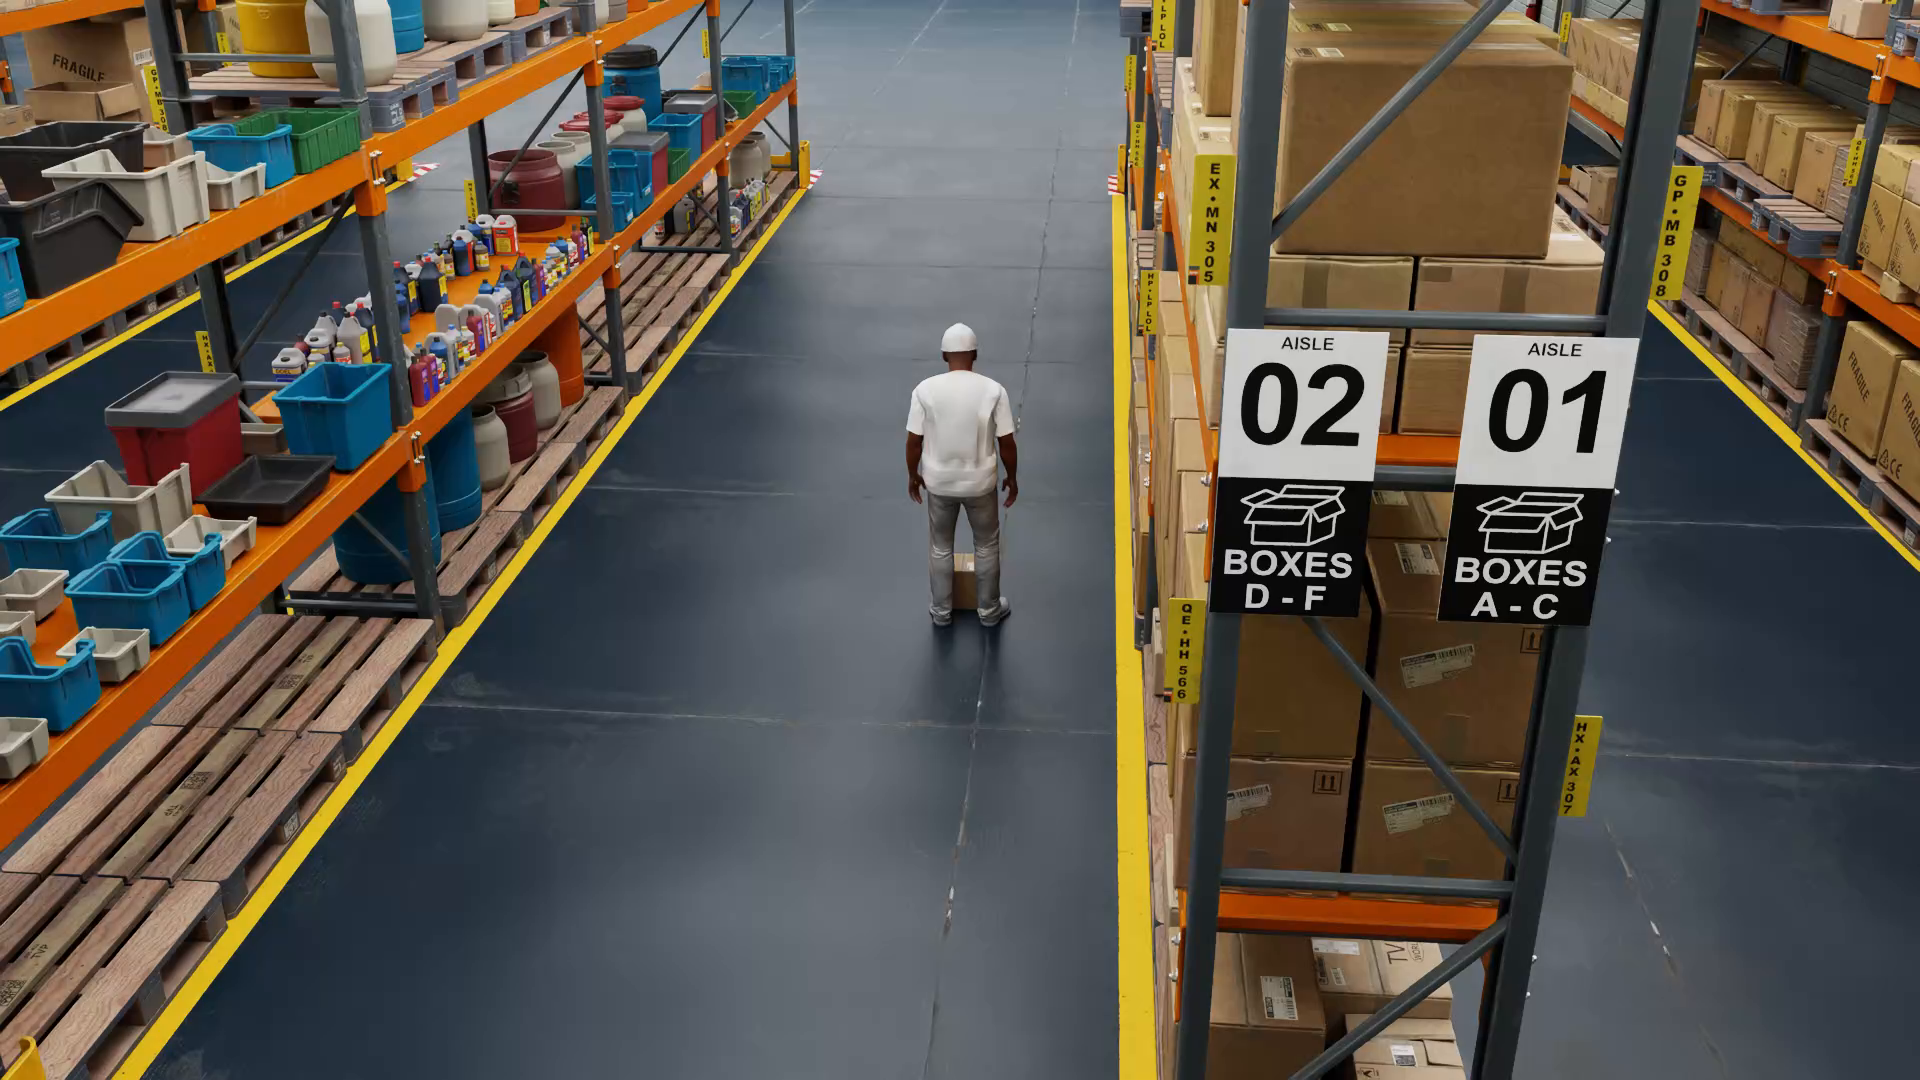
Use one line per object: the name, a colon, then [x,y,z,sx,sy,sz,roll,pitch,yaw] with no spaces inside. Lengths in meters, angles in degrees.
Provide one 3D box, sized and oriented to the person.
person: [0.014,-0.347,9.348,0.627,1.760,0.461,2,24,5]
